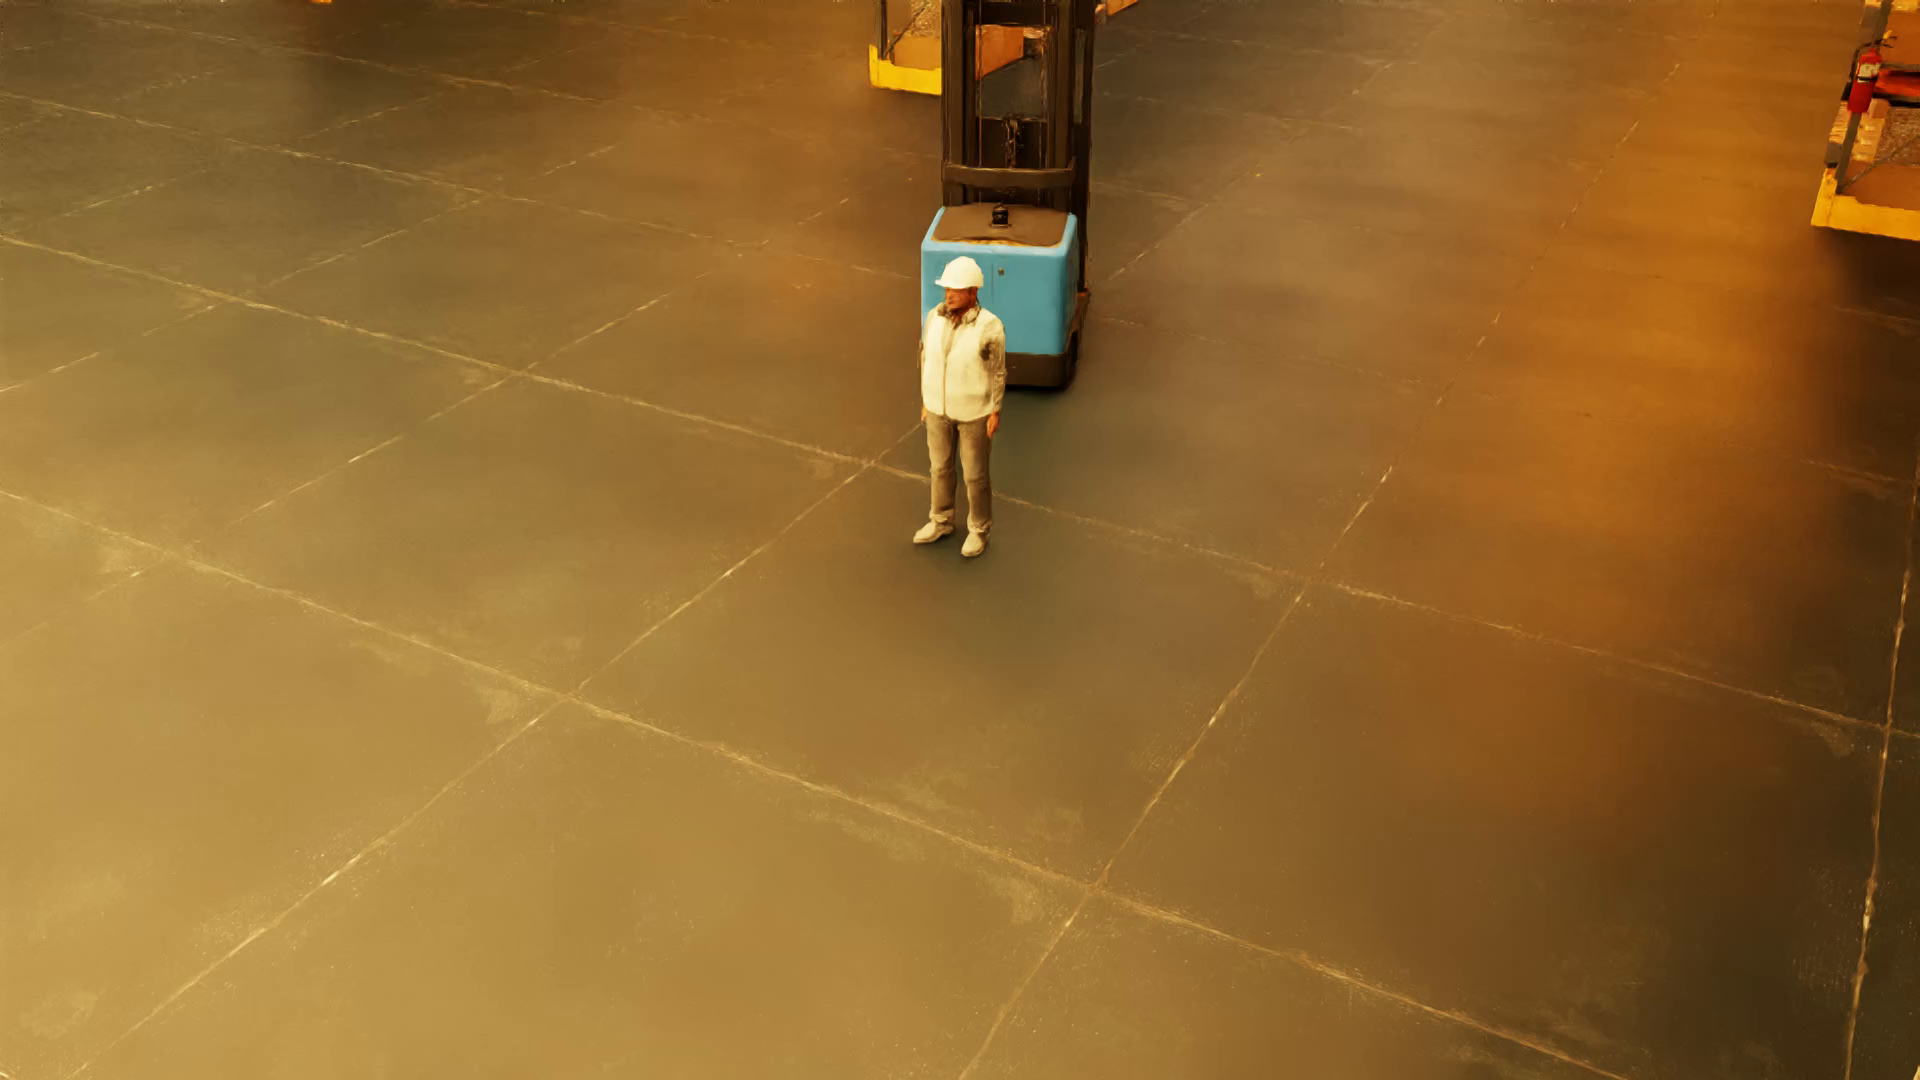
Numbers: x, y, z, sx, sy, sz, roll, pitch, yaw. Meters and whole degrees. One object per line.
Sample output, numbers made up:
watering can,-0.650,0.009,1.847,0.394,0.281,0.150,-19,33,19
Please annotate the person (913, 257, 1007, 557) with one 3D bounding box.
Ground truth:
person,-0.001,-0.764,9.553,0.529,1.776,0.356,15,33,25

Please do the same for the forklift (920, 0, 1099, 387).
forklift,0.449,-3.070,12.389,1.130,2.935,3.031,4,30,7
